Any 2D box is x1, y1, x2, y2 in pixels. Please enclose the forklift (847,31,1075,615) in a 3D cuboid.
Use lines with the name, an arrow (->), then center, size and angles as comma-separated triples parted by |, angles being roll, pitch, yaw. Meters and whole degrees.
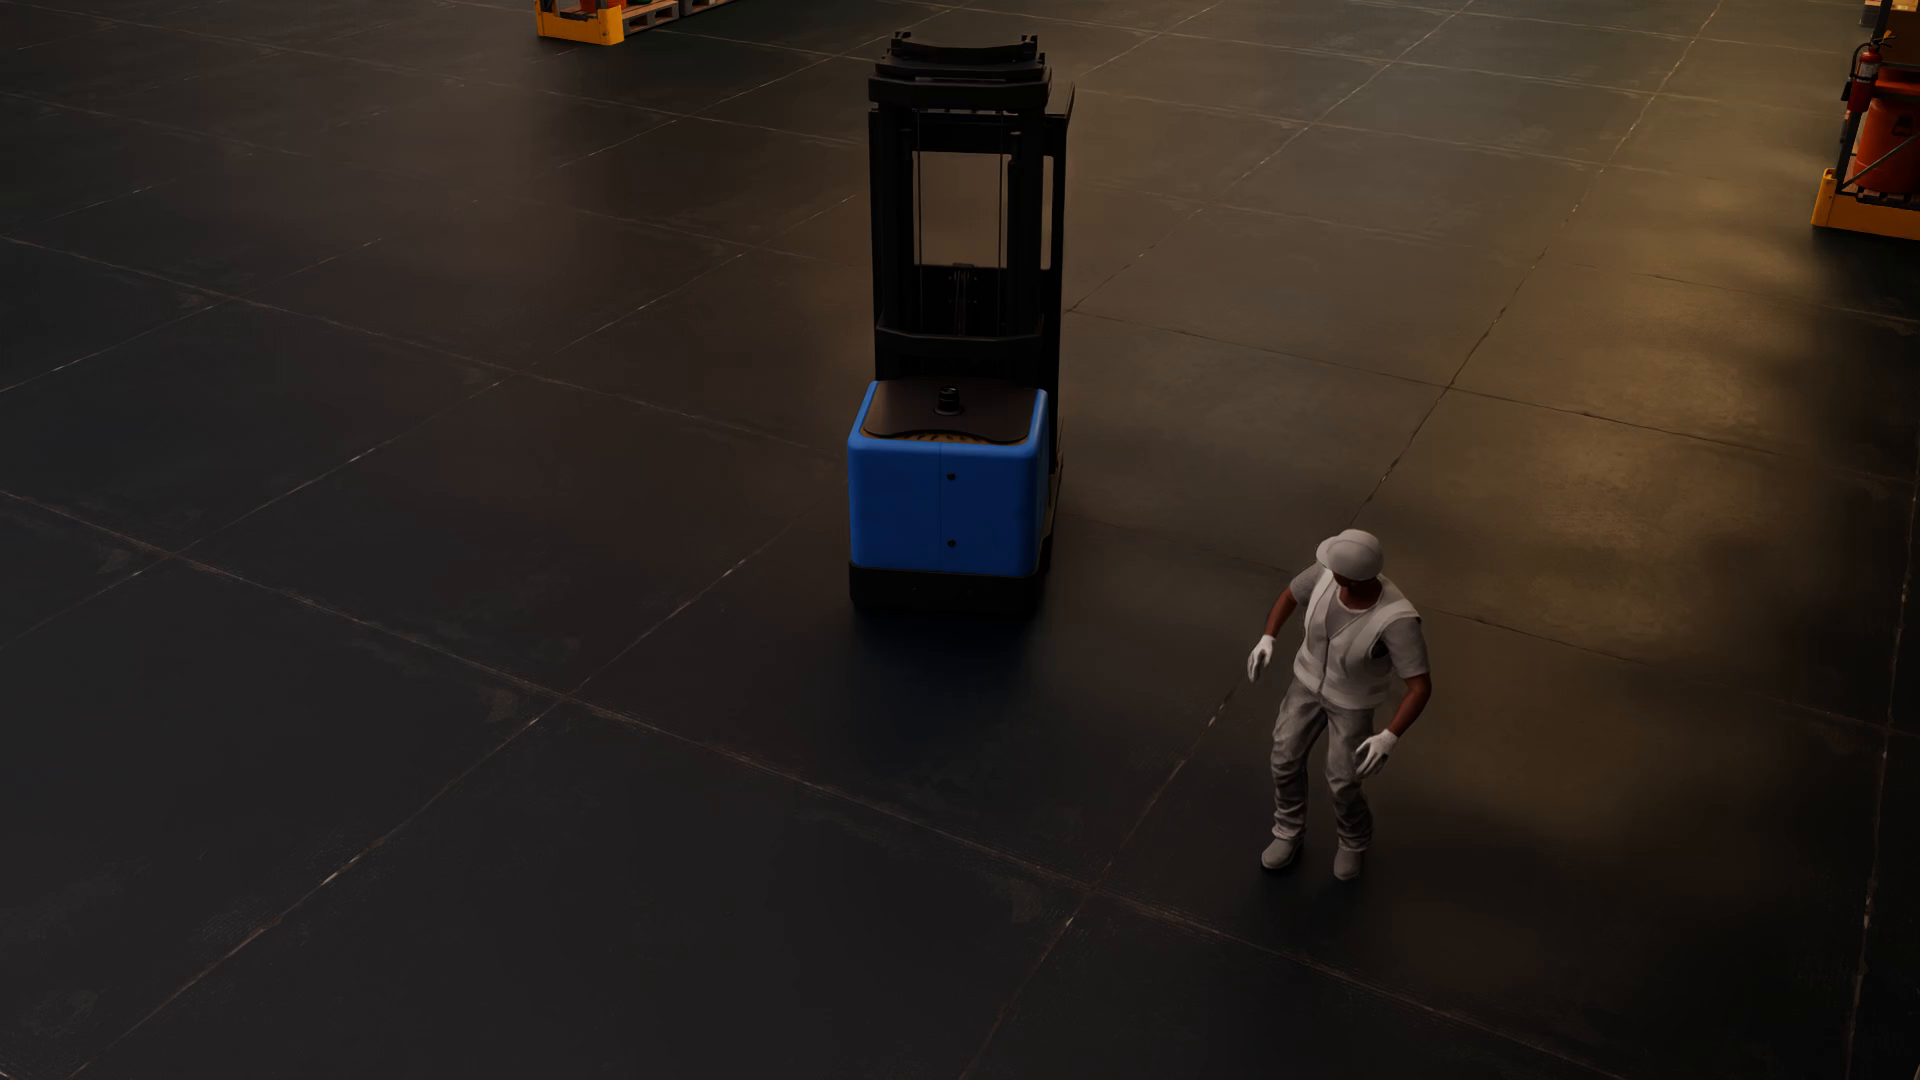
forklift -> 0.072, -1.572, 9.794 | 1.130, 2.935, 3.031 | 3, 30, 6

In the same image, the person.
person -> 1.602, 0.704, 7.099 | 0.808, 1.723, 0.592 | 26, 39, 38
